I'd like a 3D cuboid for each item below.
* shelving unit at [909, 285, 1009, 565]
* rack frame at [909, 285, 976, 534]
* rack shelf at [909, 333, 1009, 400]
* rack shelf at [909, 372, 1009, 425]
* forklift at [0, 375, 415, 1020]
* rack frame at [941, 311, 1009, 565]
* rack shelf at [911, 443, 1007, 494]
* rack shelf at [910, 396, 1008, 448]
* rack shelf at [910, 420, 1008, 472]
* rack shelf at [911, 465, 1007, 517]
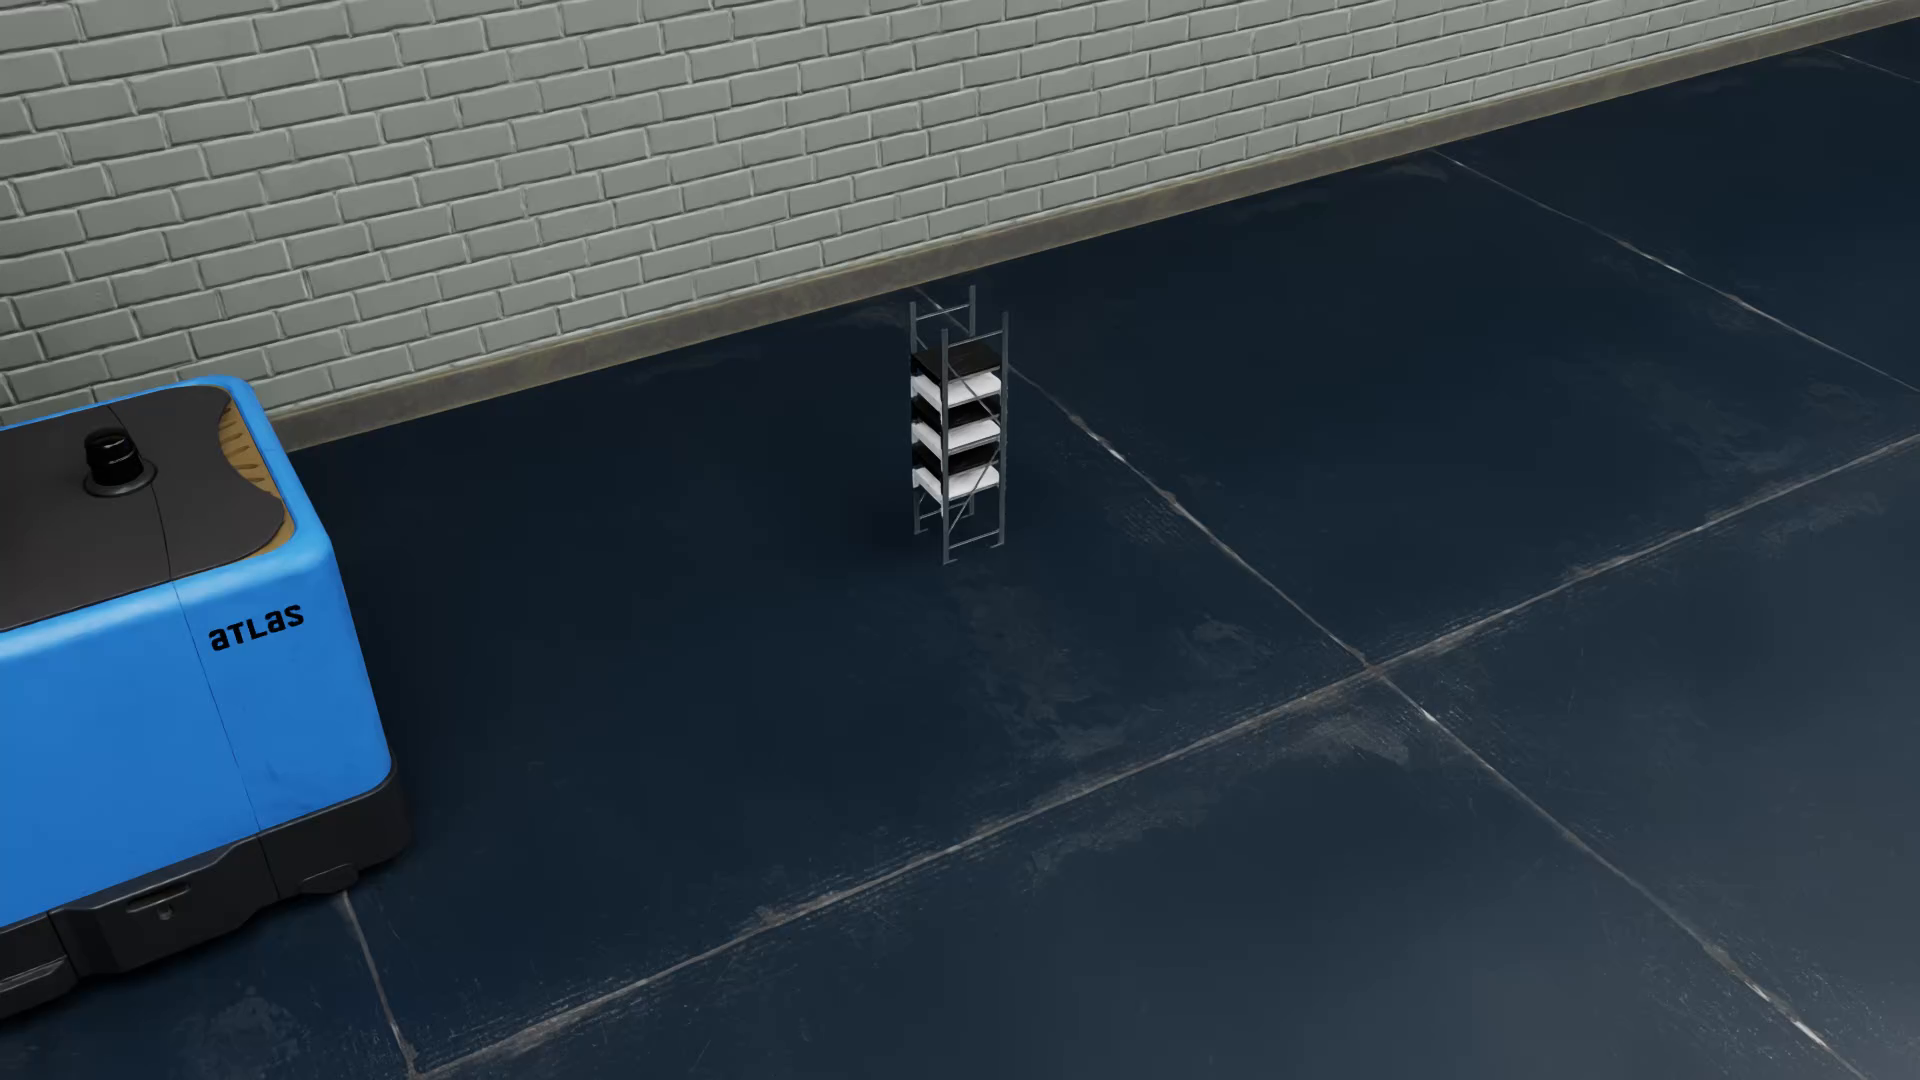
[{"bbox_3d":[-0.004,-0.368,5.490,0.258,0.900,0.210,-19,40,-24],"label":"shelving unit"},{"bbox_3d":[-0.055,-0.419,5.561,0.240,0.900,0.006,-19,40,-24],"label":"rack frame"},{"bbox_3d":[-0.004,-0.559,5.351,0.258,0.077,0.200,-19,40,-24],"label":"rack shelf"},{"bbox_3d":[-0.004,-0.486,5.404,0.258,0.077,0.200,-19,40,-24],"label":"rack shelf"},{"bbox_3d":[-3.014,-0.099,3.401,3.031,2.935,1.130,-20,41,-25],"label":"forklift"},{"bbox_3d":[0.047,-0.316,5.419,0.240,0.900,0.006,-19,40,-24],"label":"rack frame"},{"bbox_3d":[-0.004,-0.268,5.563,0.258,0.077,0.200,-19,40,-24],"label":"rack shelf"},{"bbox_3d":[-0.004,-0.413,5.457,0.258,0.077,0.200,-19,40,-24],"label":"rack shelf"},{"bbox_3d":[-0.004,-0.341,5.510,0.258,0.077,0.200,-19,40,-24],"label":"rack shelf"},{"bbox_3d":[-0.004,-0.195,5.616,0.258,0.077,0.200,-19,40,-24],"label":"rack shelf"}]
